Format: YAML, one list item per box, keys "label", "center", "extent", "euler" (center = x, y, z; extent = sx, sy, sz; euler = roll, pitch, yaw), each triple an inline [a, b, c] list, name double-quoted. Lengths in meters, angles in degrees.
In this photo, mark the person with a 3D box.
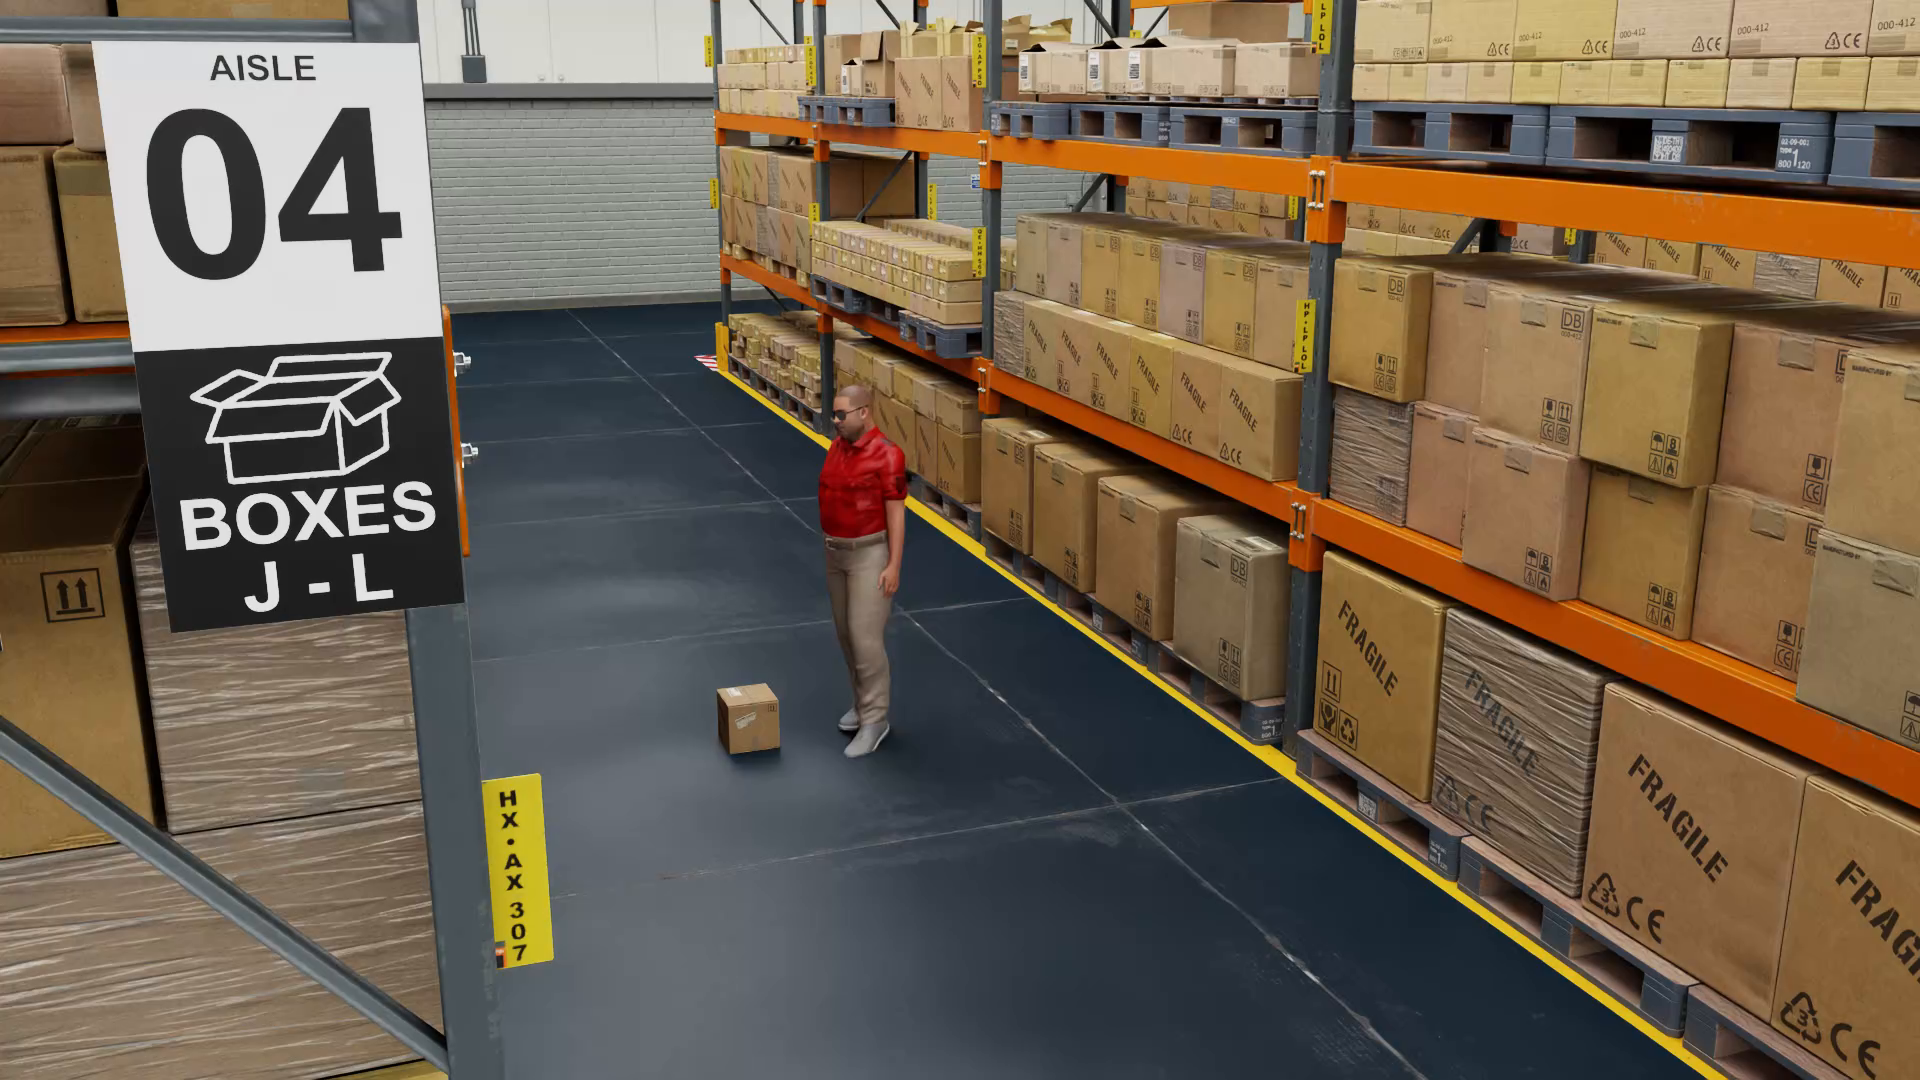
- label: "person"
  center: [-0.538, 0.136, 8.120]
  extent: [0.495, 1.766, 0.578]
  euler: [-15, 21, -42]
